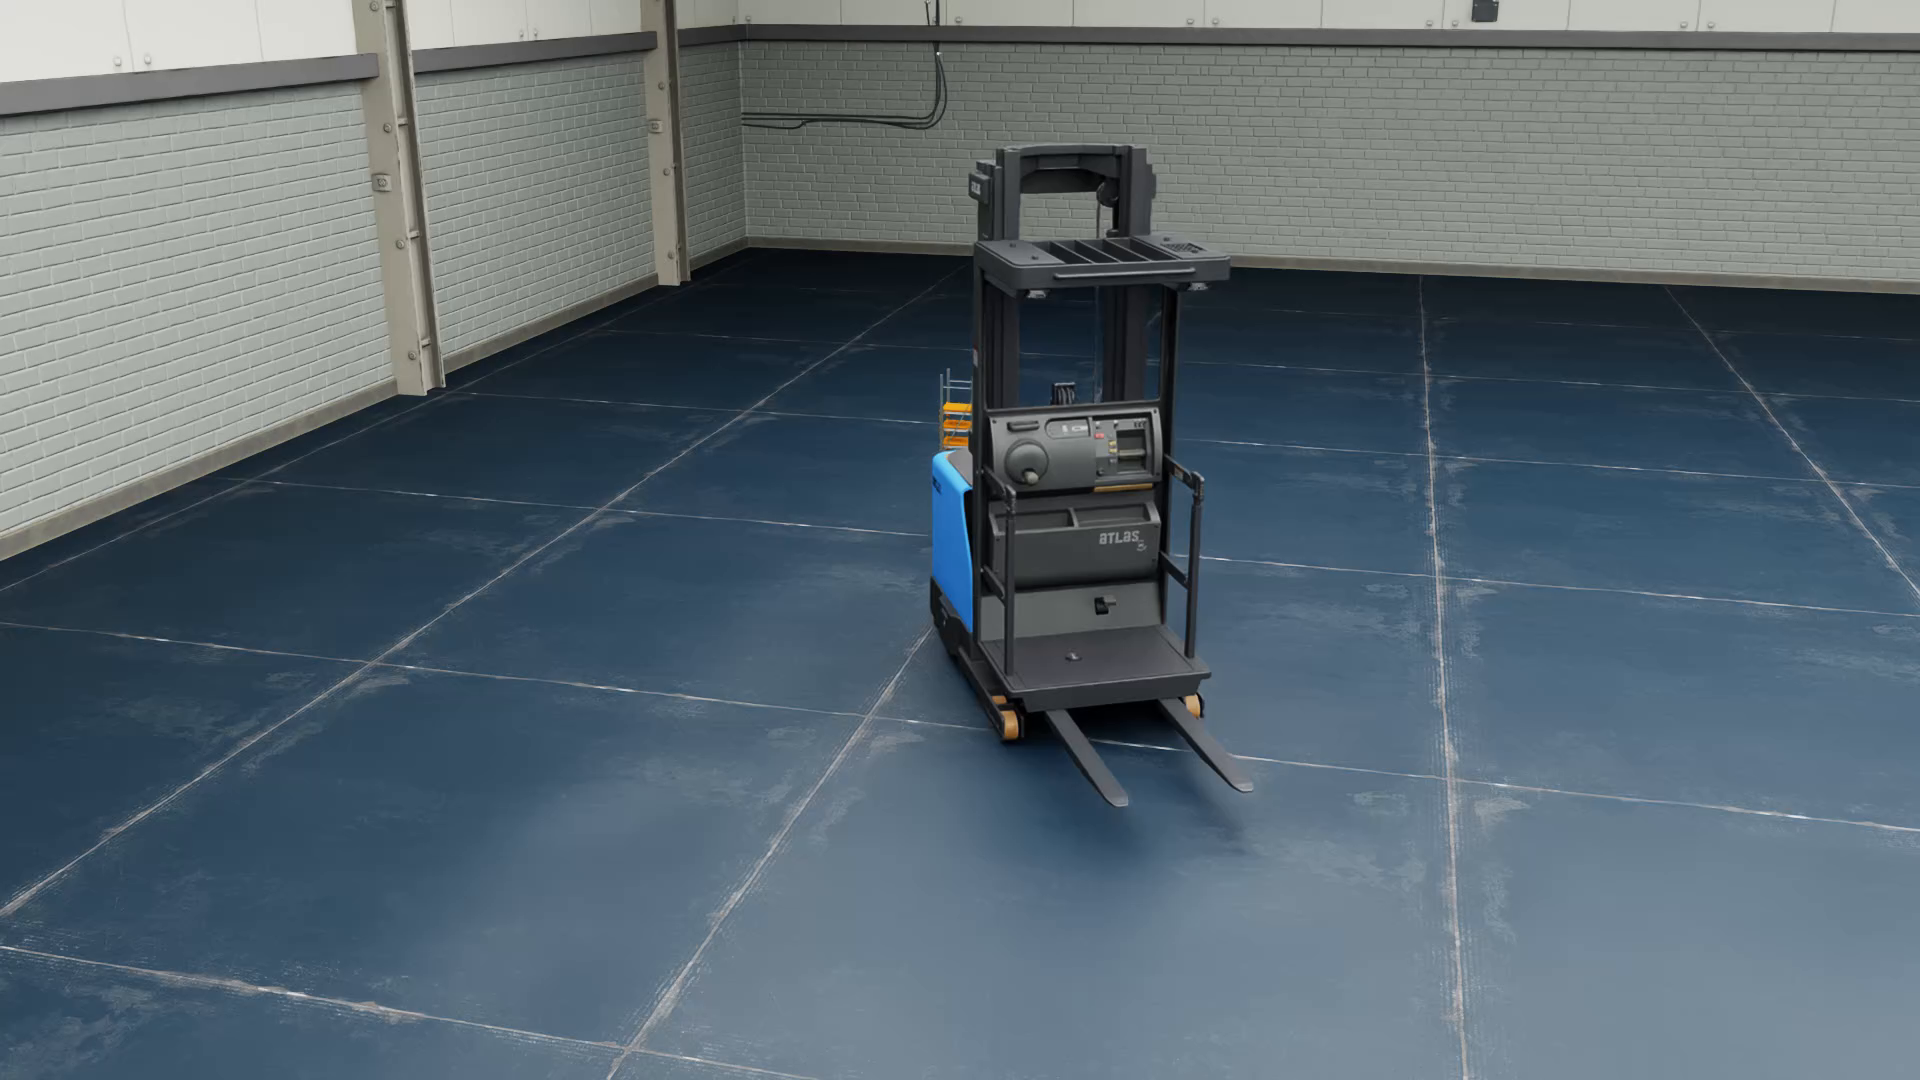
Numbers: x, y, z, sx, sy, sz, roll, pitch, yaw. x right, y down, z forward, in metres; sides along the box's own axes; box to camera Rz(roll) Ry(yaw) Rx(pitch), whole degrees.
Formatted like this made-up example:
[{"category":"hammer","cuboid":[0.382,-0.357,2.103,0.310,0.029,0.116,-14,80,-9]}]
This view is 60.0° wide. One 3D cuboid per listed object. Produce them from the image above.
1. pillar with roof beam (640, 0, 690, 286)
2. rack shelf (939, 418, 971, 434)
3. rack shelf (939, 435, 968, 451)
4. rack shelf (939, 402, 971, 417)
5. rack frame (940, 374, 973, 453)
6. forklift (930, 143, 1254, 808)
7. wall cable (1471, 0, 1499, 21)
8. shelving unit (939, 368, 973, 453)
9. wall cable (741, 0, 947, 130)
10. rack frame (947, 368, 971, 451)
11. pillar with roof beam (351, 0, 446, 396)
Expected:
[{"category":"pillar with roof beam","cuboid":[0.489,-7.232,18.938,9.100,9.000,0.400,5,19,13]},{"category":"rack shelf","cuboid":[0.004,-0.757,11.444,0.258,0.103,0.180,5,19,13]},{"category":"rack shelf","cuboid":[0.004,-0.644,11.482,0.258,0.103,0.180,5,19,13]},{"category":"rack shelf","cuboid":[0.004,-0.871,11.405,0.258,0.103,0.180,5,19,13]},{"category":"rack frame","cuboid":[-0.019,-0.544,11.423,0.240,1.200,0.006,5,19,13]},{"category":"forklift","cuboid":[0.666,-0.476,8.546,1.130,2.935,3.031,-5,19,-13]},{"category":"wall cable","cuboid":[7.519,-9.245,19.572,2.305,6.003,0.169,5,19,13]},{"category":"shelving unit","cuboid":[0.004,-0.572,11.507,0.258,1.200,0.189,5,19,13]},{"category":"wall cable","cuboid":[-1.683,-6.921,22.833,3.097,2.526,0.112,5,19,13]},{"category":"rack frame","cuboid":[0.026,-0.601,11.591,0.240,1.200,0.006,5,19,13]},{"category":"pillar with roof beam","cuboid":[-0.977,-5.351,13.433,9.100,9.000,0.400,5,19,13]}]
